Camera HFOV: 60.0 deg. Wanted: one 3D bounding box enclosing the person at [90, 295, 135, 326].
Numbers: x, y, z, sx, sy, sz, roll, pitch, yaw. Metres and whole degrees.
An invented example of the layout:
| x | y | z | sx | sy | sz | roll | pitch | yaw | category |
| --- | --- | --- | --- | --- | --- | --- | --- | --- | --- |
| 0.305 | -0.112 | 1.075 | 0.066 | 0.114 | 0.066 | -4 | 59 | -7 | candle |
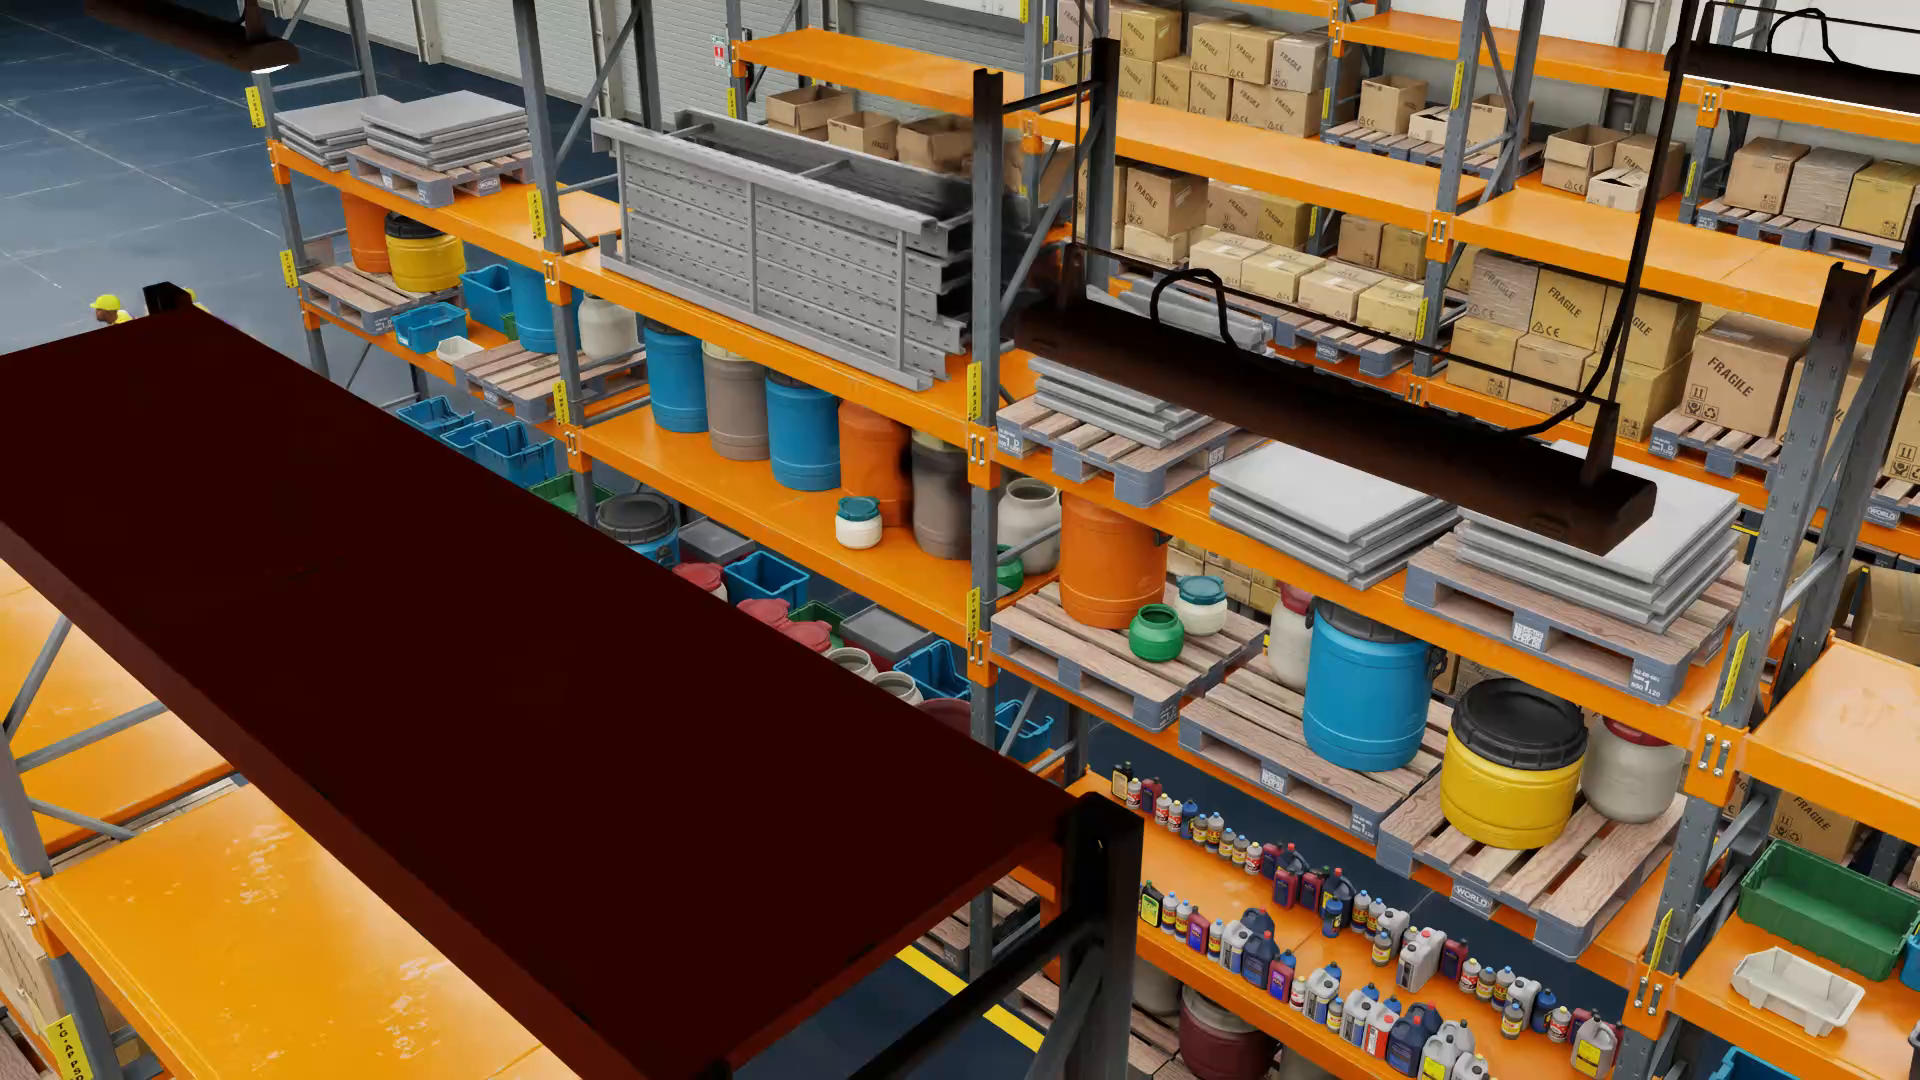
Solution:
| x | y | z | sx | sy | sz | roll | pitch | yaw | category |
| --- | --- | --- | --- | --- | --- | --- | --- | --- | --- |
| -8.796 | -1.844 | 17.812 | 0.703 | 1.718 | 0.739 | -13 | 32 | -21 | person |
